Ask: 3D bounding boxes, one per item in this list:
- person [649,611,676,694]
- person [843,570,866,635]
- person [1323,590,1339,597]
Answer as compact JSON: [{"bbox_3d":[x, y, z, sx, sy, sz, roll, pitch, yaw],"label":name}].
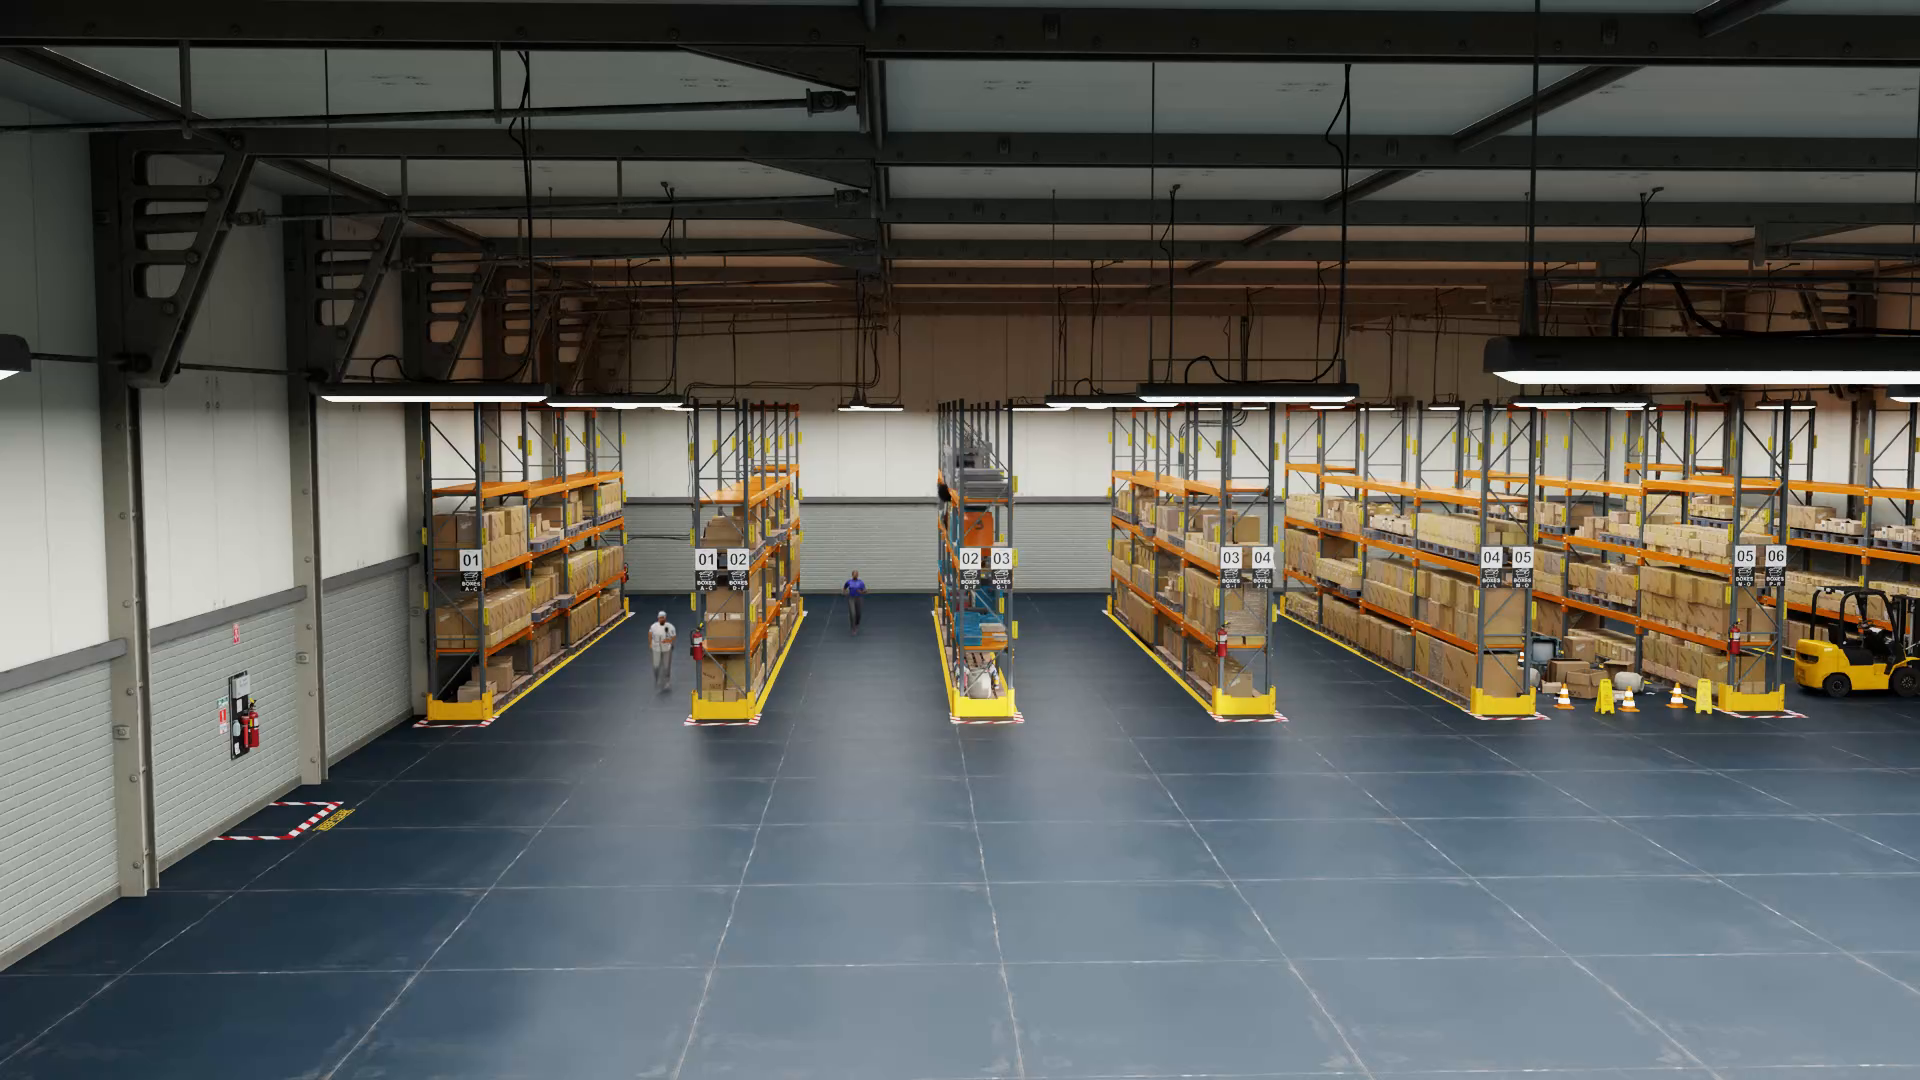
[{"bbox_3d":[-6.121,2.308,34.185,0.570,1.705,0.796,0,4,-6],"label":"person"},{"bbox_3d":[-2.723,1.601,43.140,0.575,1.644,0.910,-1,4,-9],"label":"person"},{"bbox_3d":[10.805,1.125,49.010,0.929,1.784,0.693,0,4,3],"label":"person"}]
